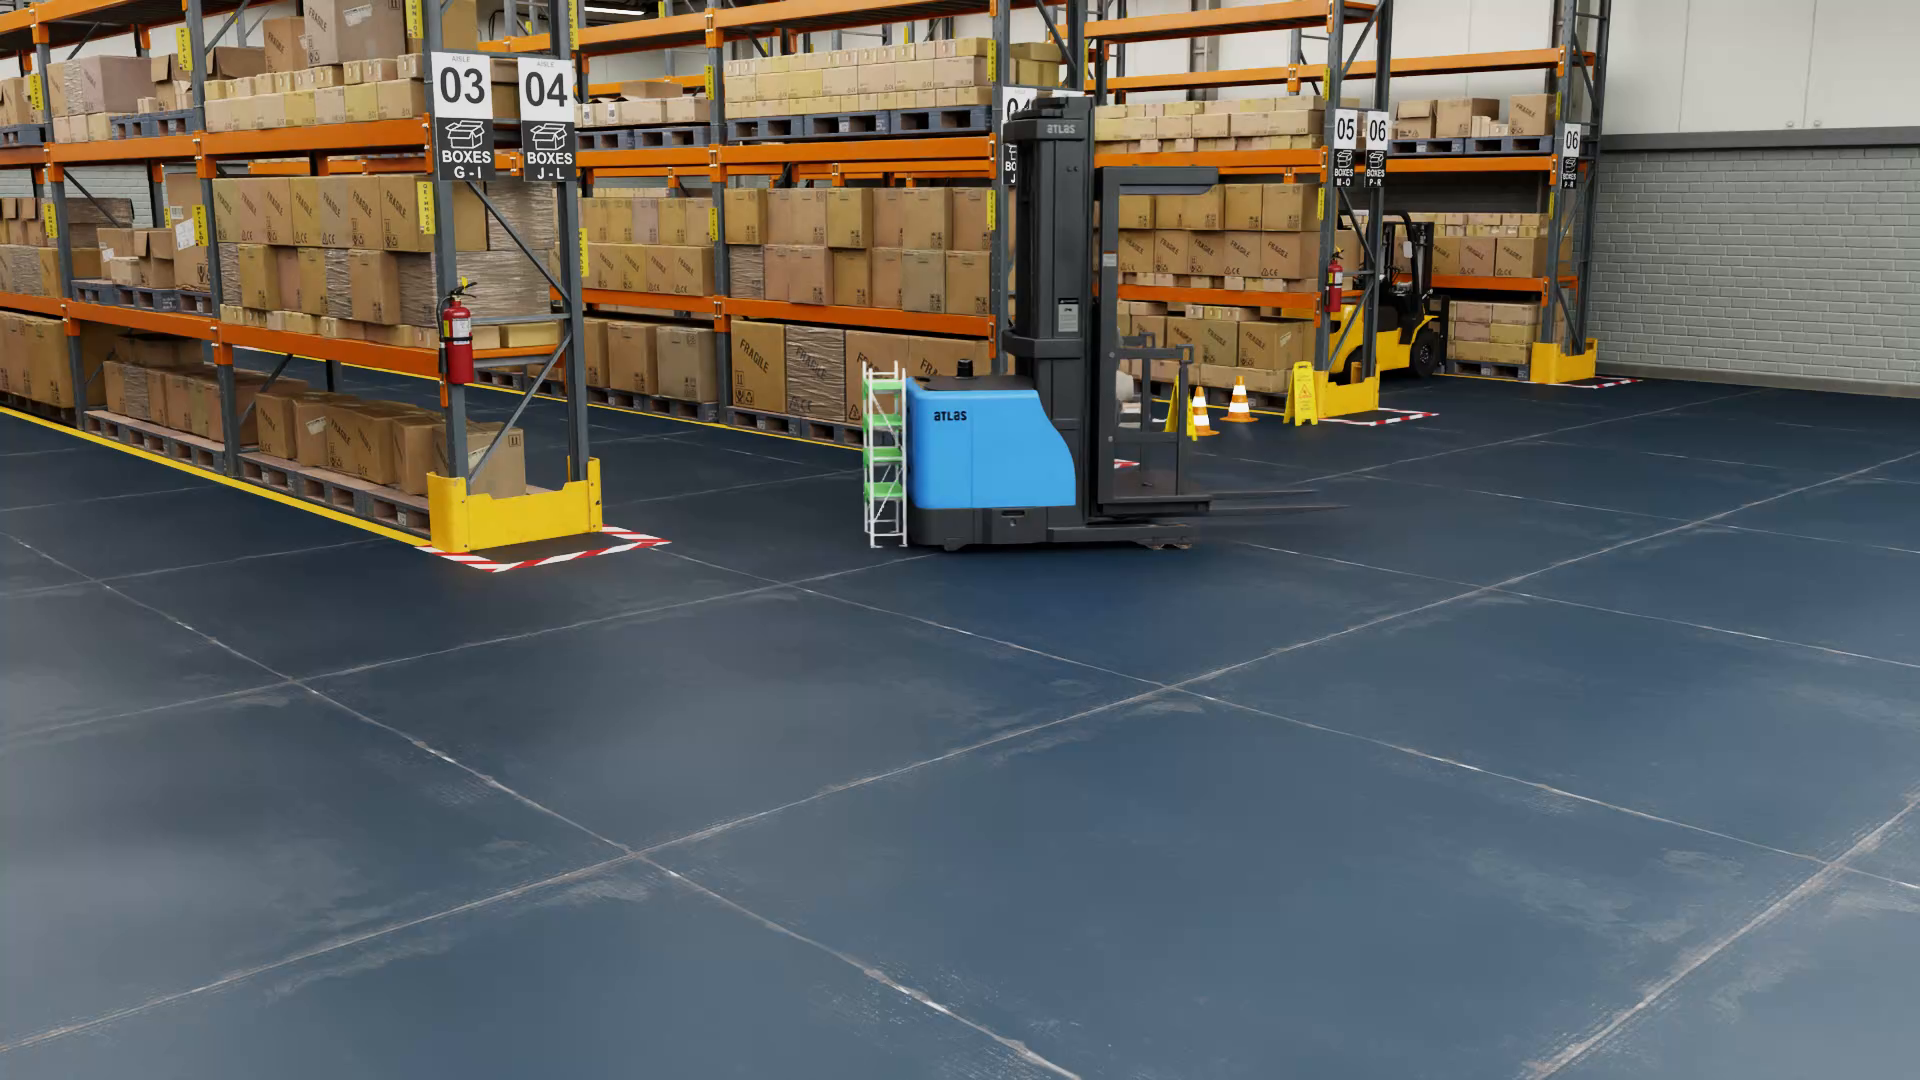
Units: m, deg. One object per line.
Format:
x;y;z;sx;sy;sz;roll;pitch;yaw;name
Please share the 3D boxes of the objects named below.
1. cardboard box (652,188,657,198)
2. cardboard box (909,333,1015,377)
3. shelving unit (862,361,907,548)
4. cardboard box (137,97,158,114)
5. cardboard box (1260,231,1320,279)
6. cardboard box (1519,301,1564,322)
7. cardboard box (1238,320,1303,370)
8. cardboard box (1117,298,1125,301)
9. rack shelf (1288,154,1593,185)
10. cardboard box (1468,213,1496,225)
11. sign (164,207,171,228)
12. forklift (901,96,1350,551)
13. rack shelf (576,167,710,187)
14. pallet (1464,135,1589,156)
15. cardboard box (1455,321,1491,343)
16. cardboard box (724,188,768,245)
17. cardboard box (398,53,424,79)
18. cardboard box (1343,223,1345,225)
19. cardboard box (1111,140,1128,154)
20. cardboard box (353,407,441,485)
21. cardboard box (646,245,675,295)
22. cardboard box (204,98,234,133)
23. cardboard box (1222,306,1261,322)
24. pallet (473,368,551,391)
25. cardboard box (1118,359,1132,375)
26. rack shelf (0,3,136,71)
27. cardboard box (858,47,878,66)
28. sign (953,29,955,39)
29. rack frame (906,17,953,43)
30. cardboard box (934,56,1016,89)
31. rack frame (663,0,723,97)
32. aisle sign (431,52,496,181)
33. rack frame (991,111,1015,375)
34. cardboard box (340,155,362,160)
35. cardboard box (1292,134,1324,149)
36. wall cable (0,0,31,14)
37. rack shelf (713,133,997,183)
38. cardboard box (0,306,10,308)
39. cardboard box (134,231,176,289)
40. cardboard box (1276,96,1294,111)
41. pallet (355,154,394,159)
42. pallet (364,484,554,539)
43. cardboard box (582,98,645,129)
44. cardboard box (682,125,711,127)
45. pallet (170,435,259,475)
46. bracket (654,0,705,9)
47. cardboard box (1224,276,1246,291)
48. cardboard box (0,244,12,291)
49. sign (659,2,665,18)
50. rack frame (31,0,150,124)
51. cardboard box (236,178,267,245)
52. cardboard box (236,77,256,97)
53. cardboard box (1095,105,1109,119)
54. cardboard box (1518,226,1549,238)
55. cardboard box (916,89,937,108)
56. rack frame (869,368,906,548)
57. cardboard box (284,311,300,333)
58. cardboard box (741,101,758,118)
-4.657;-5.516;26.416;0.380;0.149;0.250;-10;16;-41;cardboard box
0.150;-1.404;15.017;0.875;0.875;0.875;-11;16;-42;cardboard box
-0.515;-0.590;11.304;0.258;1.200;0.503;-2;12;-8;shelving unit
-7.120;-3.877;14.898;0.250;0.166;0.380;11;16;44;cardboard box
3.603;-3.089;17.987;0.500;0.500;0.500;-11;16;-44;cardboard box
7.569;-2.991;21.791;0.500;0.250;0.500;-11;16;-43;cardboard box
3.435;-2.160;18.379;0.500;0.500;0.500;-11;16;-42;cardboard box
2.660;-3.663;26.602;0.875;0.625;0.625;-10;15;-41;cardboard box
6.383;-4.955;22.375;1.077;0.370;4.000;-11;16;-43;rack shelf
6.853;-4.194;21.742;0.380;0.149;0.250;-11;16;-42;cardboard box
-8.130;-3.246;17.058;0.100;0.325;0.005;-11;16;-43;sign
1.139;-1.475;11.308;3.031;2.935;1.130;-2;12;-8;forklift
-5.492;-6.014;27.516;1.077;0.370;4.000;-11;16;-43;rack shelf
7.294;-5.079;21.413;1.003;0.211;1.213;-11;16;-43;pallet
6.863;-2.752;21.869;0.500;0.250;0.500;-11;16;-43;cardboard box
-1.866;-3.277;16.834;0.875;0.550;0.550;-11;16;-43;cardboard box
-3.408;-3.061;10.784;0.380;0.149;0.250;-11;16;-43;cardboard box
5.412;-4.341;23.195;0.380;0.149;0.250;-11;16;-43;cardboard box
1.988;-4.595;19.470;0.380;0.149;0.250;-10;15;-41;cardboard box
-4.266;-0.724;12.646;0.500;0.500;0.500;-9;15;-37;cardboard box
-2.999;-2.894;17.779;0.500;0.500;0.500;-11;16;-43;cardboard box
-5.628;-3.351;13.180;0.500;0.250;0.500;11;16;43;cardboard box
3.133;-2.522;18.528;0.380;0.149;0.250;-10;15;-41;cardboard box
-5.397;-2.065;20.912;1.003;0.211;1.213;-11;16;-43;pallet
2.003;-2.096;19.926;0.500;0.250;0.500;-10;15;-39;cardboard box
-9.897;-5.322;17.717;1.077;0.370;4.000;-11;16;-43;rack shelf
-0.690;-4.328;14.909;0.380;0.149;0.250;-11;16;-43;cardboard box
-0.126;-8.849;29.353;0.100;0.325;0.005;-11;16;-43;sign
-0.523;-8.235;29.084;1.000;3.000;0.127;-11;16;-43;rack frame
0.126;-3.978;14.197;0.500;0.250;0.500;-11;16;-42;cardboard box
-4.110;-7.543;25.724;1.000;3.000;0.127;-11;16;-43;rack frame
-3.165;-2.695;10.617;0.394;0.787;0.004;-11;16;-43;aisle sign
0.666;-2.149;14.409;1.000;3.000;0.127;-11;16;-43;rack frame
-8.155;-5.330;22.787;0.500;0.250;0.500;-10;16;-41;cardboard box
3.728;-4.213;17.615;0.380;0.149;0.250;-11;16;-42;cardboard box
-15.452;-9.627;27.867;2.277;5.999;0.120;-11;16;-43;wall cable
-0.715;-3.558;15.596;1.077;0.370;4.000;-11;16;-43;rack shelf
-10.821;-2.298;19.359;1.225;0.875;0.875;-11;16;-42;cardboard box
-7.017;-2.553;15.072;0.797;0.503;0.637;-9;15;-37;cardboard box
3.579;-4.641;17.720;0.380;0.149;0.250;-11;16;-42;cardboard box
-7.271;-5.173;22.116;1.213;0.211;1.003;-11;16;-43;pallet
-3.579;-0.241;12.060;1.003;0.211;1.213;-11;16;-43;pallet
-3.817;-4.712;18.350;0.500;0.311;0.500;-11;16;-44;cardboard box
-2.876;-4.574;18.081;0.380;0.149;0.250;-11;16;-43;cardboard box
-6.292;-0.804;14.791;1.003;0.211;1.213;-11;16;-43;pallet
-6.968;-11.520;36.107;0.076;0.066;5.218;-11;16;-43;bracket
3.147;-2.851;18.437;0.380;0.149;0.250;-11;16;-42;cardboard box
-10.448;-3.025;18.411;0.500;0.500;0.500;11;16;44;cardboard box
-4.529;-8.005;25.256;0.100;0.325;0.005;-11;16;-43;sign
-8.515;-5.578;16.187;1.000;3.000;0.127;-11;16;-43;rack frame
-5.280;-2.567;12.974;0.500;0.500;0.500;-11;16;-43;cardboard box
-5.346;-3.485;12.843;0.380;0.149;0.250;-11;16;-42;cardboard box
1.772;-5.009;19.503;0.250;0.149;0.380;11;16;43;cardboard box
7.322;-3.924;21.169;0.380;0.149;0.250;-11;16;-42;cardboard box
-0.160;-3.825;14.446;0.380;0.149;0.250;-11;16;-42;cardboard box
-0.481;-0.542;11.067;0.240;1.200;0.015;-2;12;-8;rack frame
-4.941;-1.681;12.760;0.380;0.149;0.250;-11;16;-43;cardboard box
-1.910;-4.196;16.243;0.380;0.149;0.250;-11;16;-42;cardboard box
